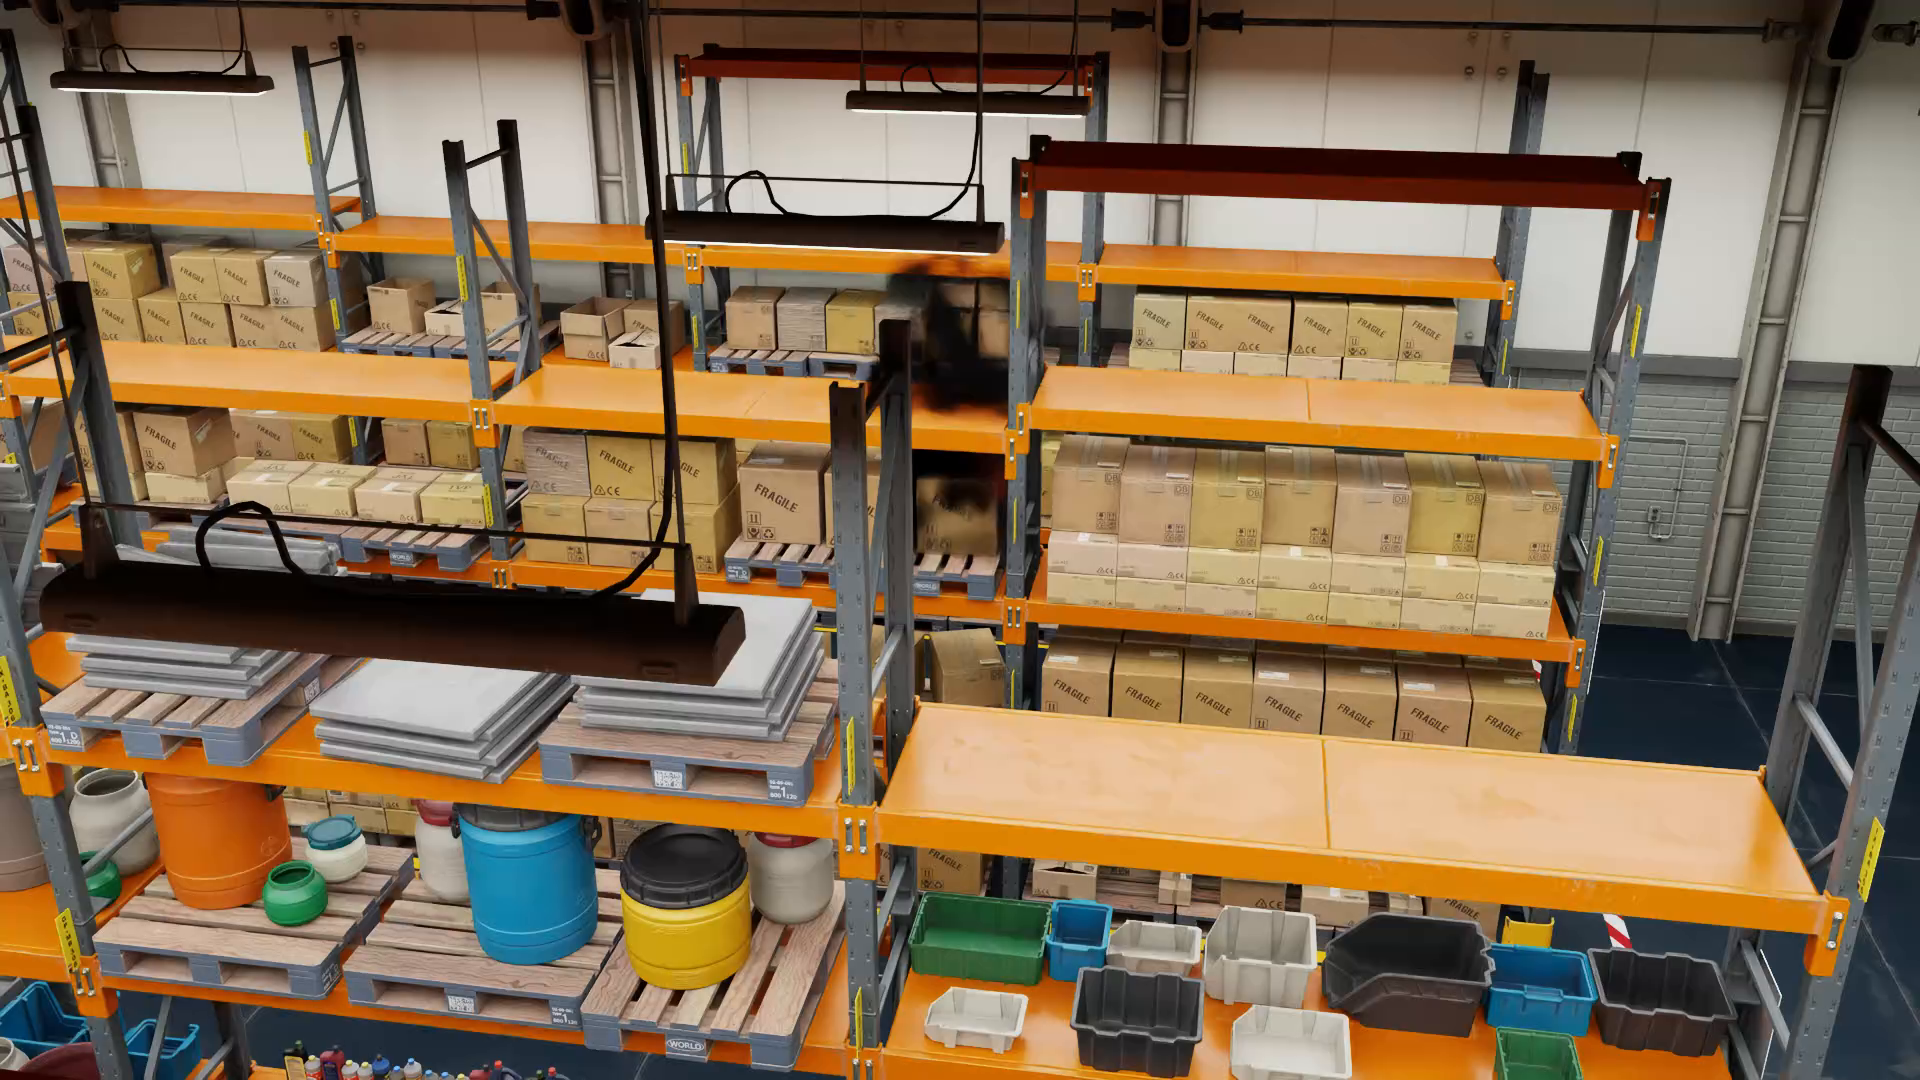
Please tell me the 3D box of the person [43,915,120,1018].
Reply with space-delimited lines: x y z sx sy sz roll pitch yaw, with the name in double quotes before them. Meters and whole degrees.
"person" -6.073 2.908 11.304 0.759 1.818 0.672 4 23 10
